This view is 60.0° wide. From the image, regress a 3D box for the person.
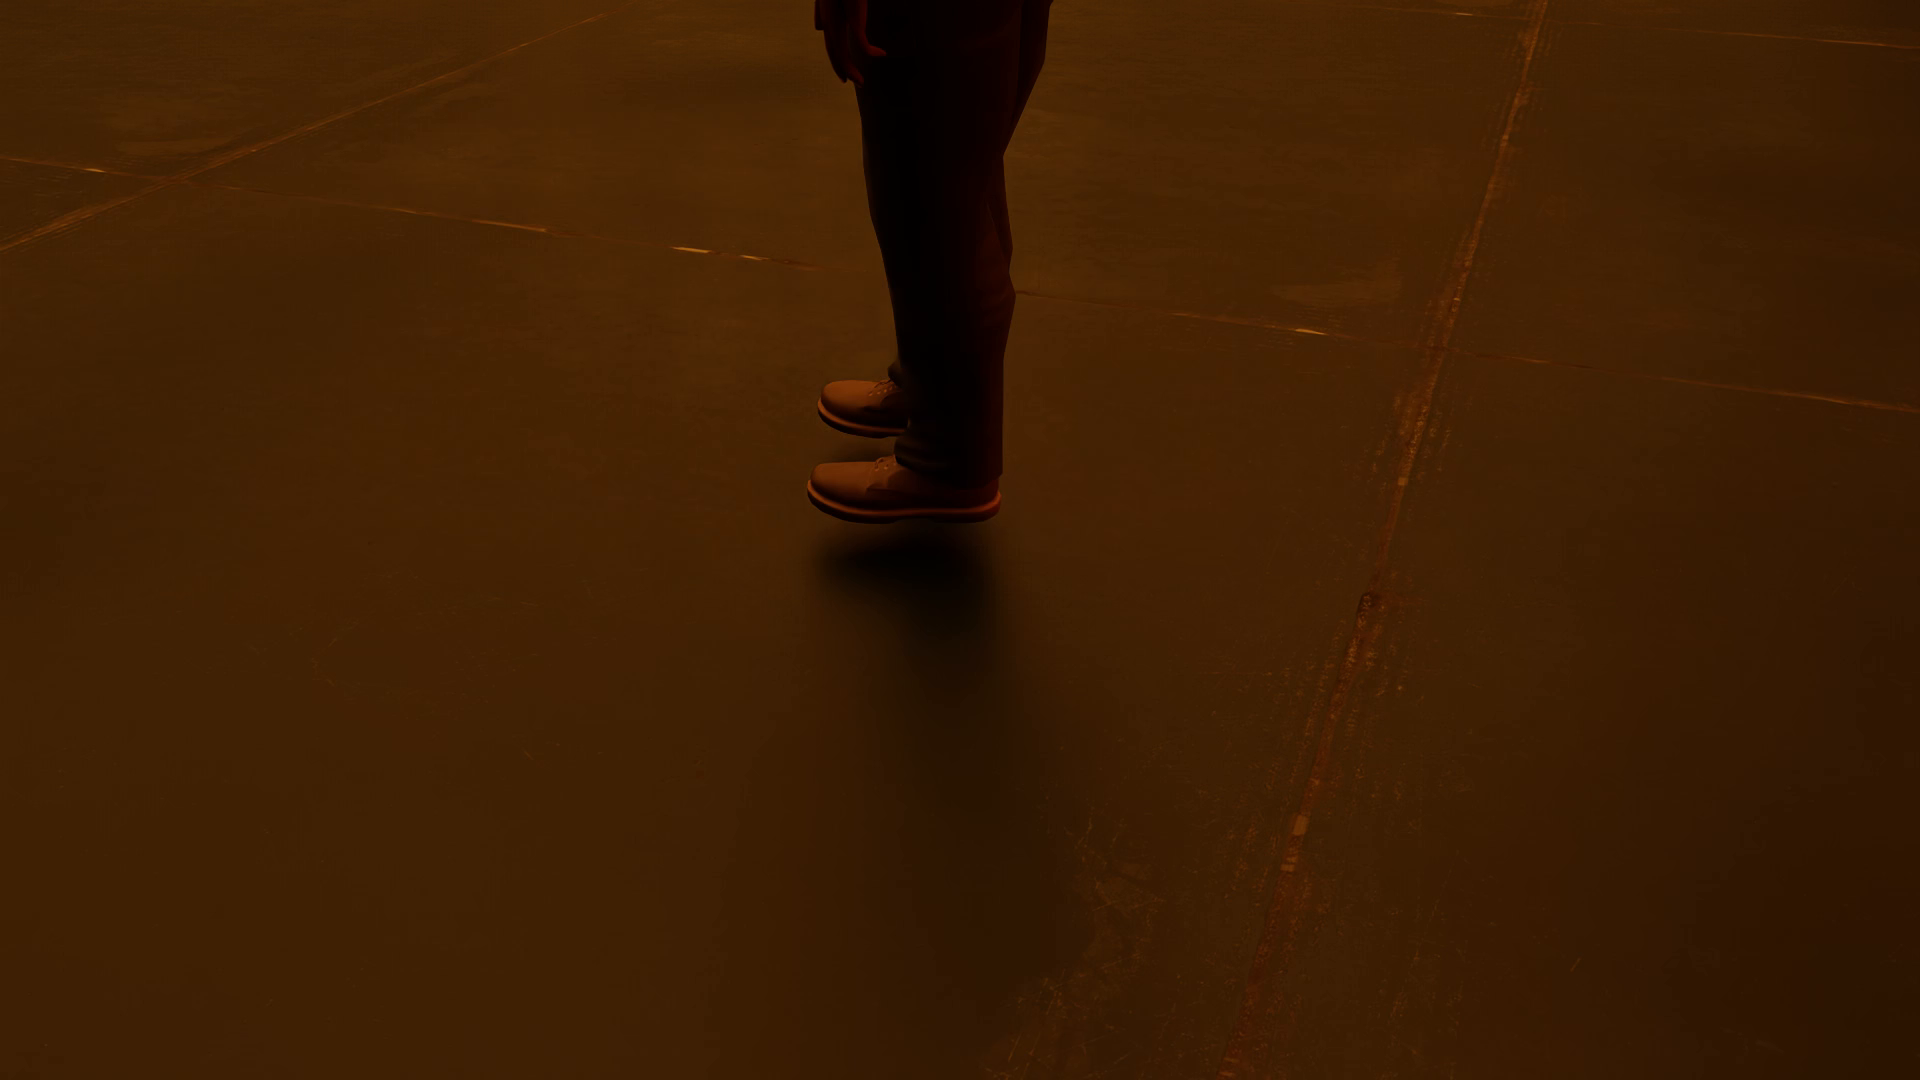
[{"bbox_3d":[-0.075,-0.785,2.112,0.504,1.654,0.569,10,31,18],"label":"person"}]
